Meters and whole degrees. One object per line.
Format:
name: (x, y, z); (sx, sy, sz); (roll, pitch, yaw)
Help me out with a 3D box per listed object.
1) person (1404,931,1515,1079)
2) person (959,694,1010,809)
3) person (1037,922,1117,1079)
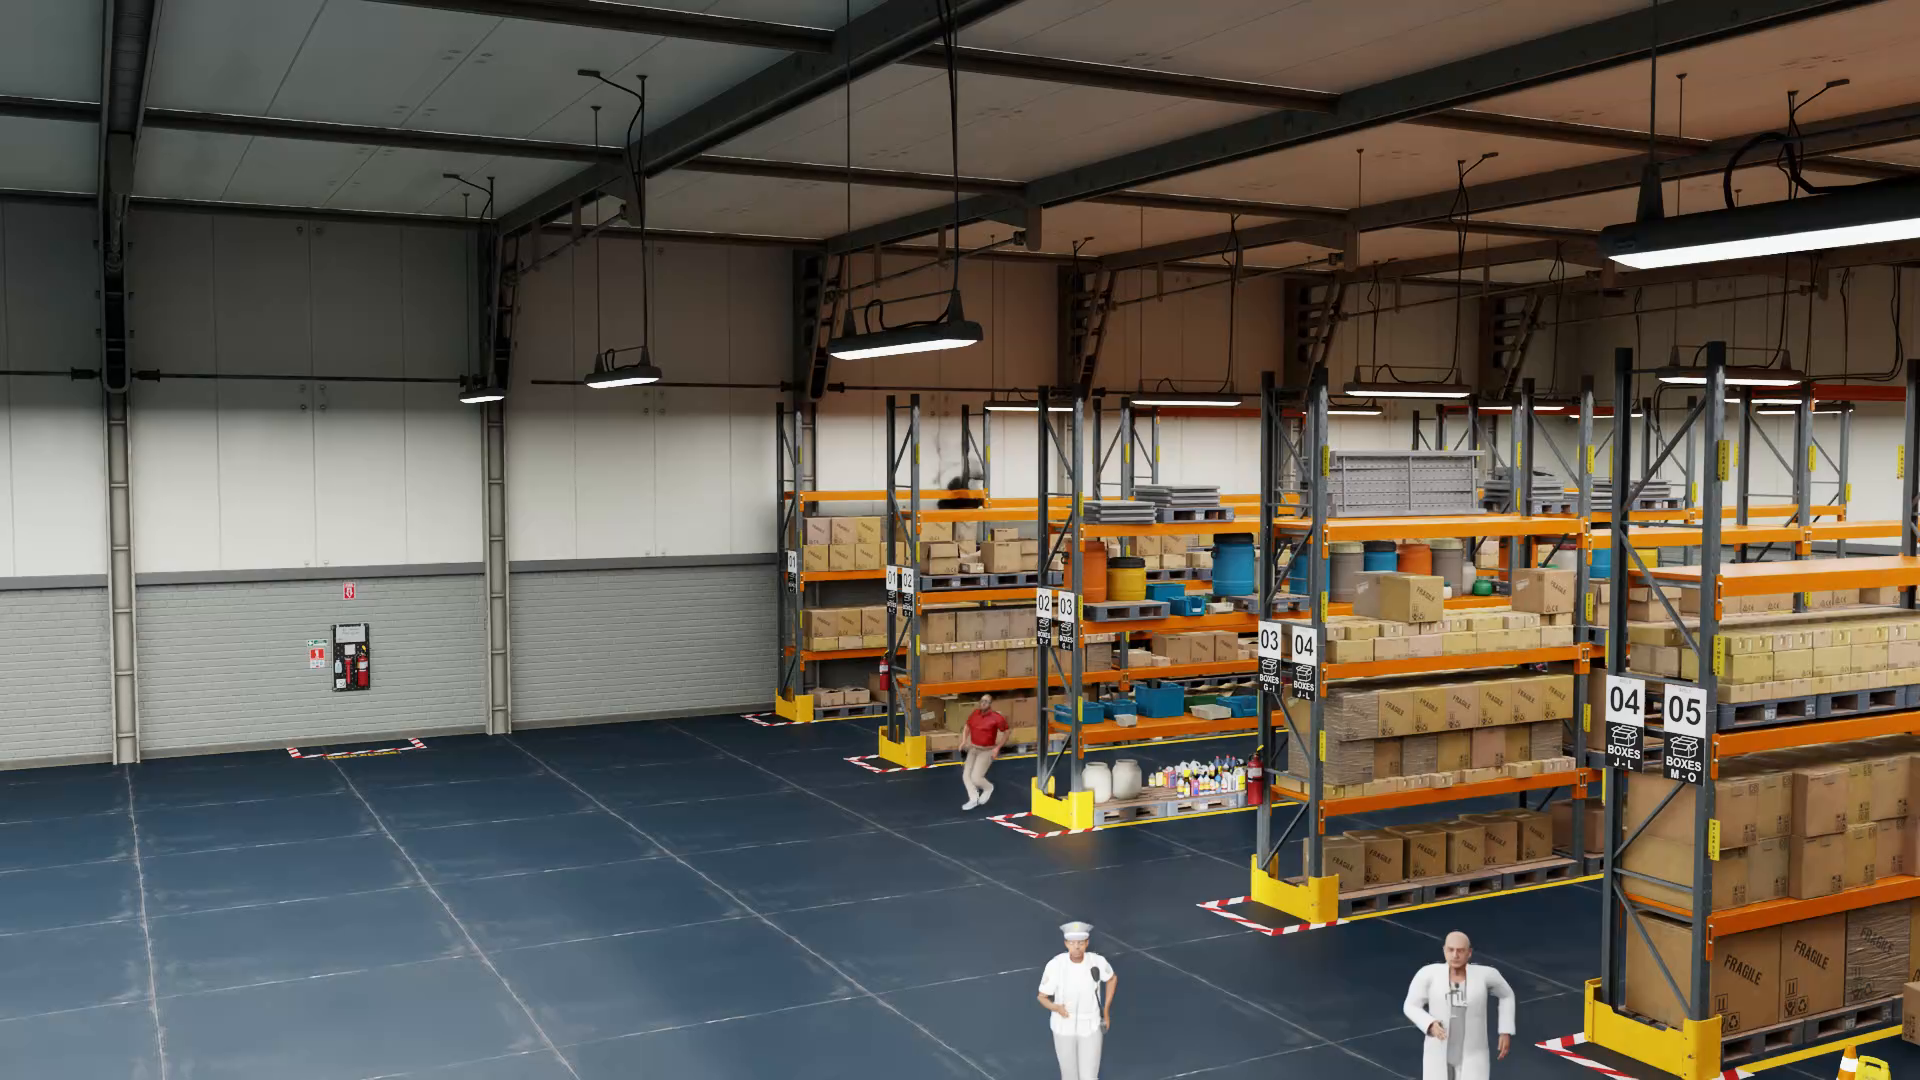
person: (3.469, 3.632, 11.570); (0.736, 1.865, 0.848); (1, 3, 22)
person: (0.316, 3.011, 23.564); (0.711, 1.671, 0.539); (3, 4, 39)
person: (0.853, 3.630, 12.181); (0.563, 1.752, 0.766); (1, 3, 9)
